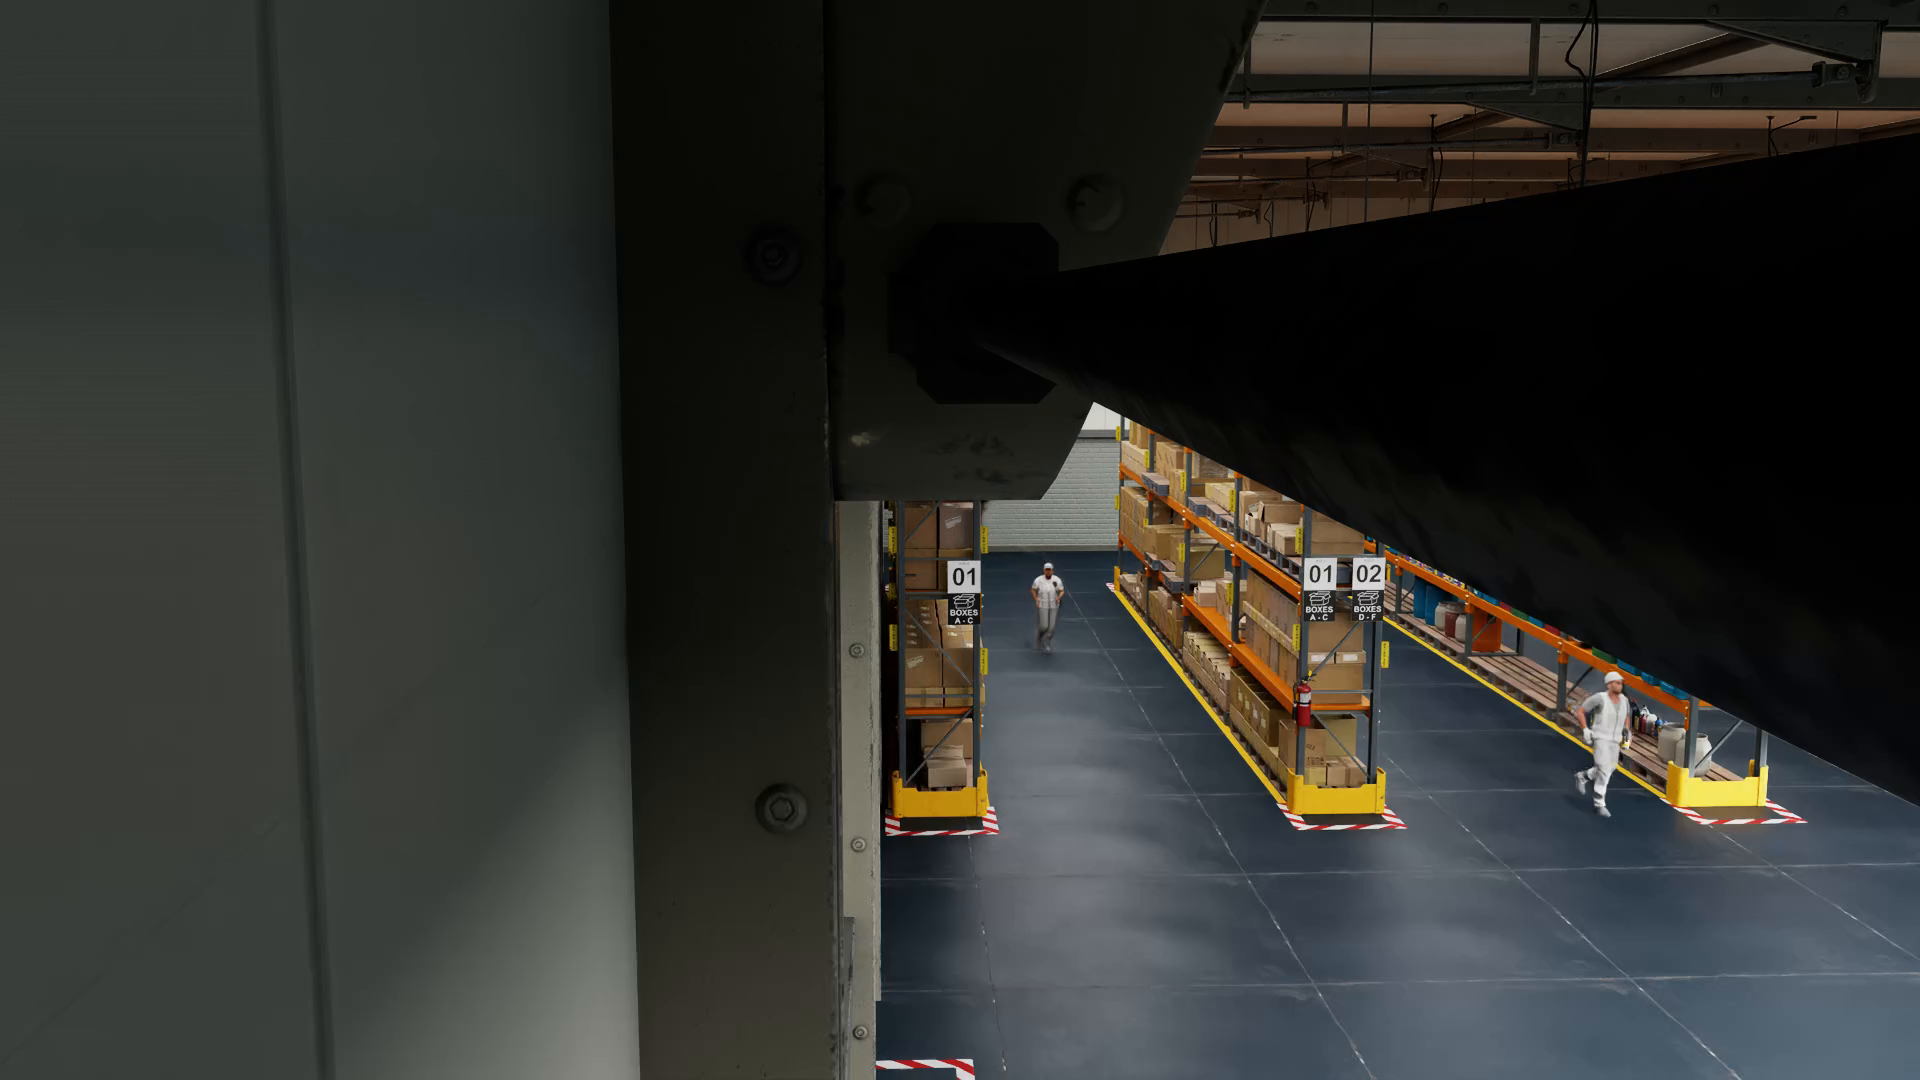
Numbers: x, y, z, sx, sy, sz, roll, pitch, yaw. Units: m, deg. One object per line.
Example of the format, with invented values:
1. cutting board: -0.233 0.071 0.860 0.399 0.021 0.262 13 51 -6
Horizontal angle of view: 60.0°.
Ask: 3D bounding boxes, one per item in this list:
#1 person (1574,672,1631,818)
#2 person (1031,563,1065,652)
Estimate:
1. person: 8.049 2.508 20.794 0.703 1.763 0.809 -2 9 -16
2. person: 1.596 1.224 29.908 0.587 1.633 0.583 -1 8 -6
